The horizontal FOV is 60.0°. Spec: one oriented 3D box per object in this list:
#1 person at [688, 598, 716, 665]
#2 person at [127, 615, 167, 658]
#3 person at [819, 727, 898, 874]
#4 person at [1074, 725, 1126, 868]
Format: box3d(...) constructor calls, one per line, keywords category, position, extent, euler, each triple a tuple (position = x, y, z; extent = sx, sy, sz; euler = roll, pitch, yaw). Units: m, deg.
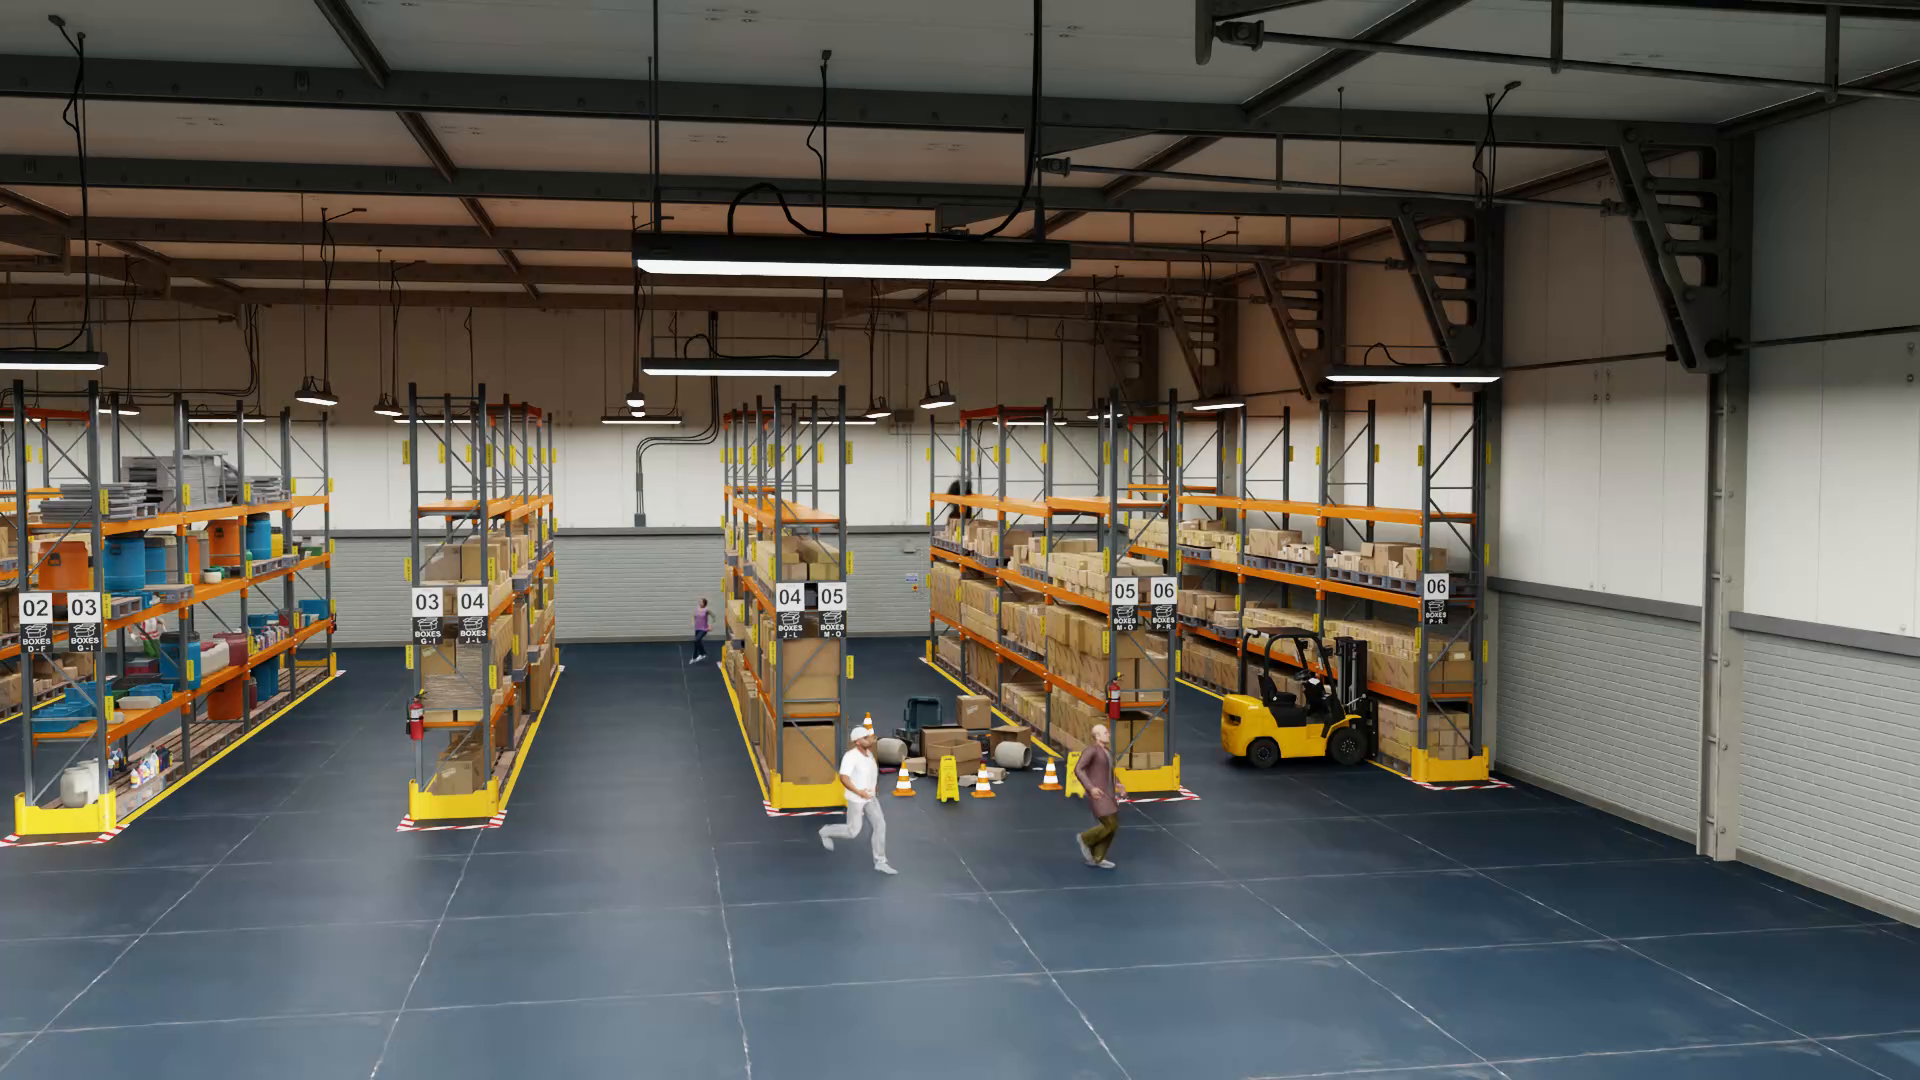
box3d(category="person", position=(-6.212, 2.186, 40.001), extent=(0.607, 1.608, 0.707), euler=(2, 3, 32))
box3d(category="person", position=(-18.138, 2.235, 37.203), extent=(0.610, 1.741, 0.799), euler=(3, 4, 42))
box3d(category="person", position=(-1.232, 3.133, 20.105), extent=(1.063, 1.754, 0.675), euler=(2, 3, 33))
box3d(category="person", position=(1.701, 3.085, 20.198), extent=(0.587, 1.665, 0.715), euler=(2, 3, 32))
